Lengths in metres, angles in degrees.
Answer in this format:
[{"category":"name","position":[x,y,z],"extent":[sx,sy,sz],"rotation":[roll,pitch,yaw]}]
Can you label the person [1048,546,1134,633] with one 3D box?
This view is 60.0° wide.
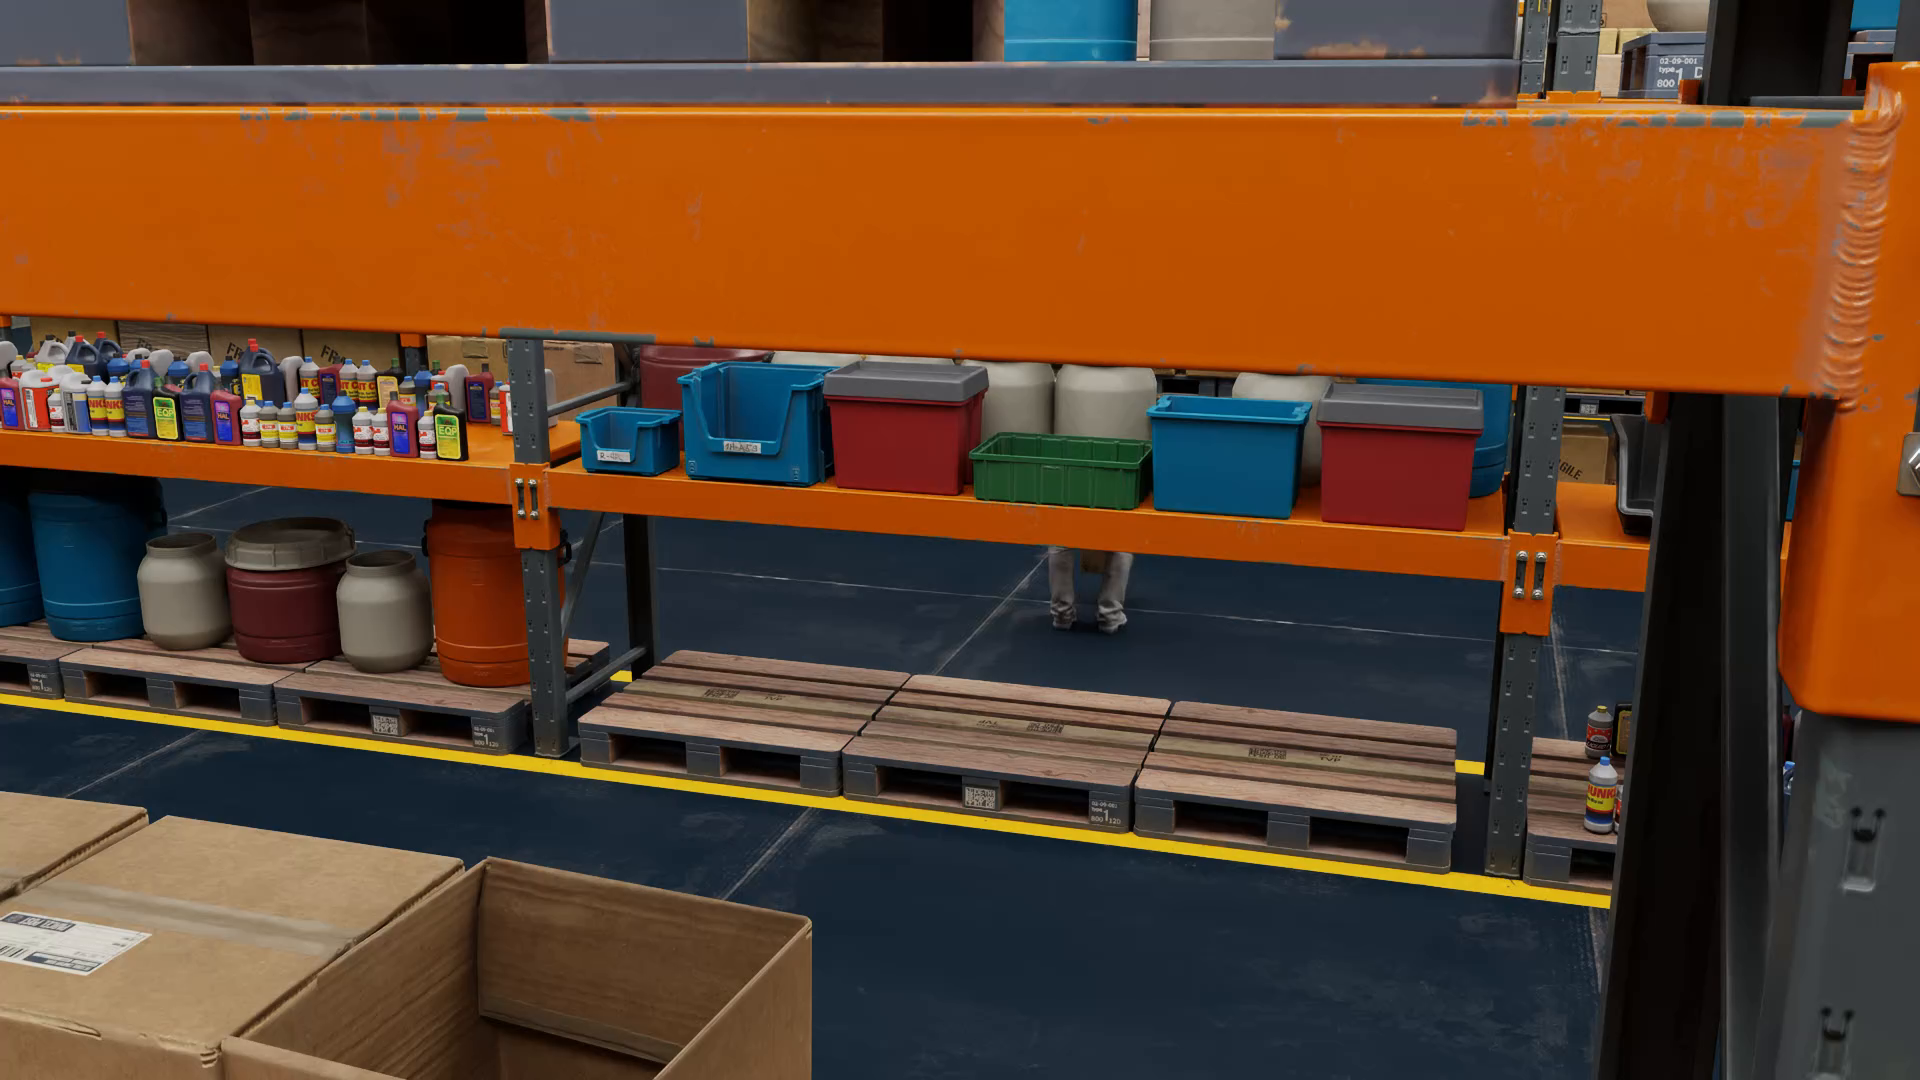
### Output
[{"category":"person","position":[0.683,-0.233,9.035],"extent":[0.592,1.422,0.768],"rotation":[4,16,16]}]
